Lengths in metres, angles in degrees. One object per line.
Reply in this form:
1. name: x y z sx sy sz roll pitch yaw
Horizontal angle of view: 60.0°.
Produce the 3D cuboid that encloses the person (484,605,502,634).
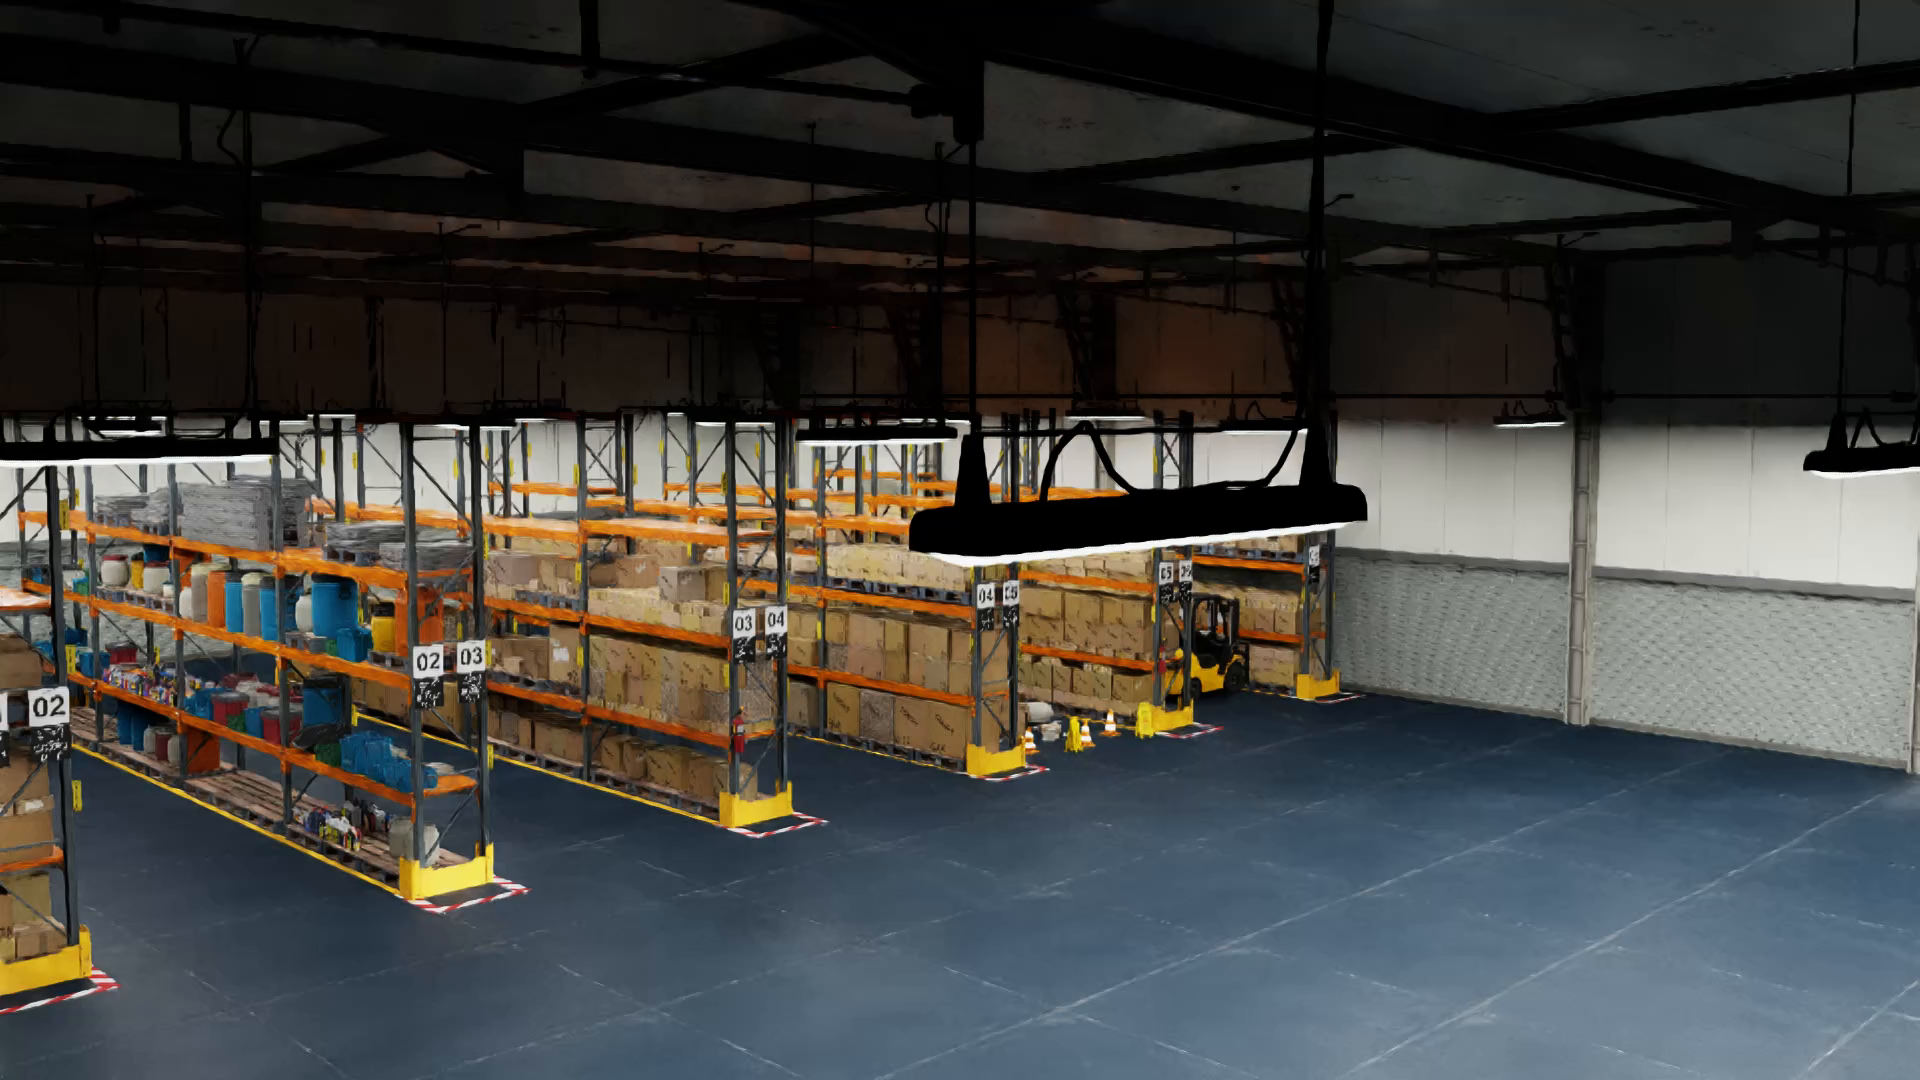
1. person: -11.884 1.792 42.183 0.624 1.768 0.597 -1 5 -9
